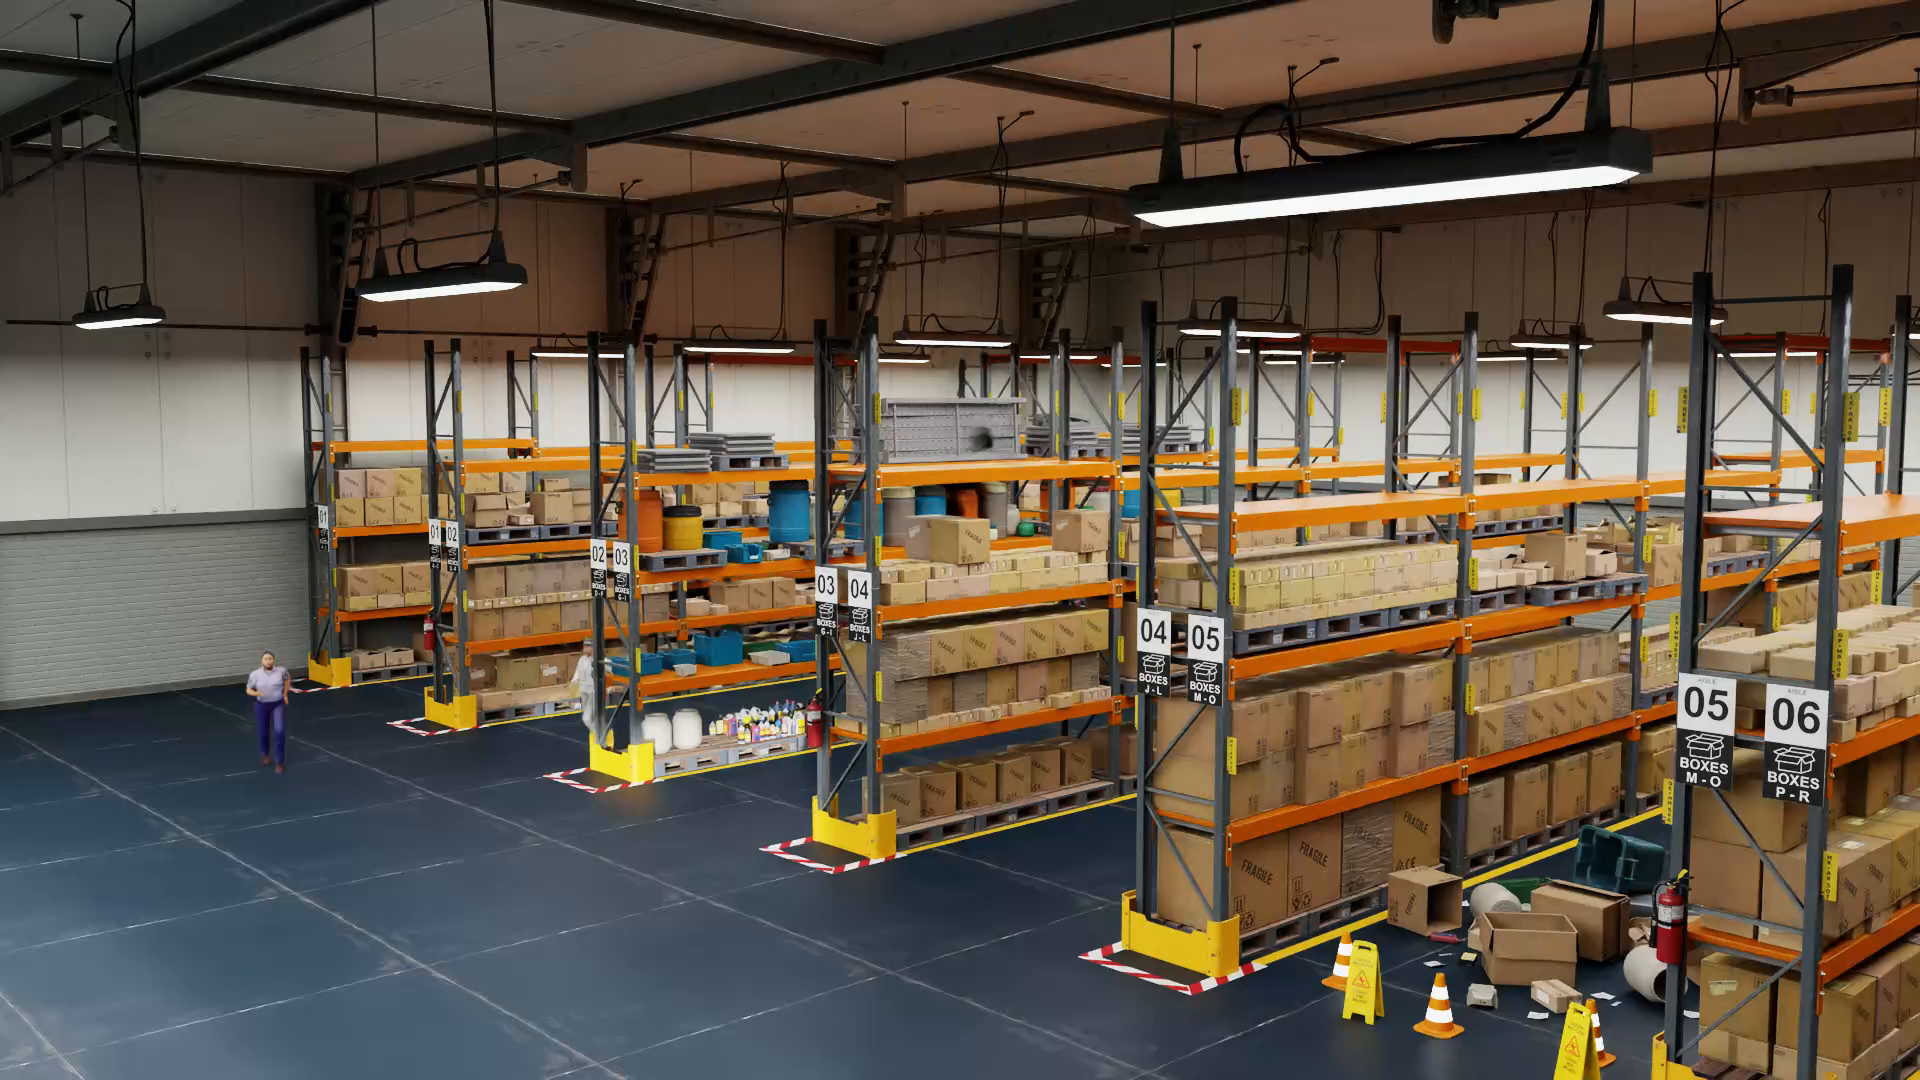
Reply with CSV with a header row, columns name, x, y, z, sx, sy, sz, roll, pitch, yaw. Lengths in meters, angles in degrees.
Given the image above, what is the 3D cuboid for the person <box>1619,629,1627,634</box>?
name,x,y,z,sx,sy,sz,roll,pitch,yaw
person,10.030,2.141,25.334,0.622,1.567,0.519,-5,7,-44

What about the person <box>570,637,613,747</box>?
name,x,y,z,sx,sy,sz,roll,pitch,yaw
person,-5.307,2.232,23.929,0.641,1.709,0.654,3,6,32

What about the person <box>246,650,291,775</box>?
name,x,y,z,sx,sy,sz,roll,pitch,yaw
person,-9.487,2.348,22.846,0.564,1.699,0.836,-2,5,-22

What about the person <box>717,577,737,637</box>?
name,x,y,z,sx,sy,sz,roll,pitch,yaw
person,-4.391,1.517,31.867,0.859,1.653,0.573,-4,6,-36
